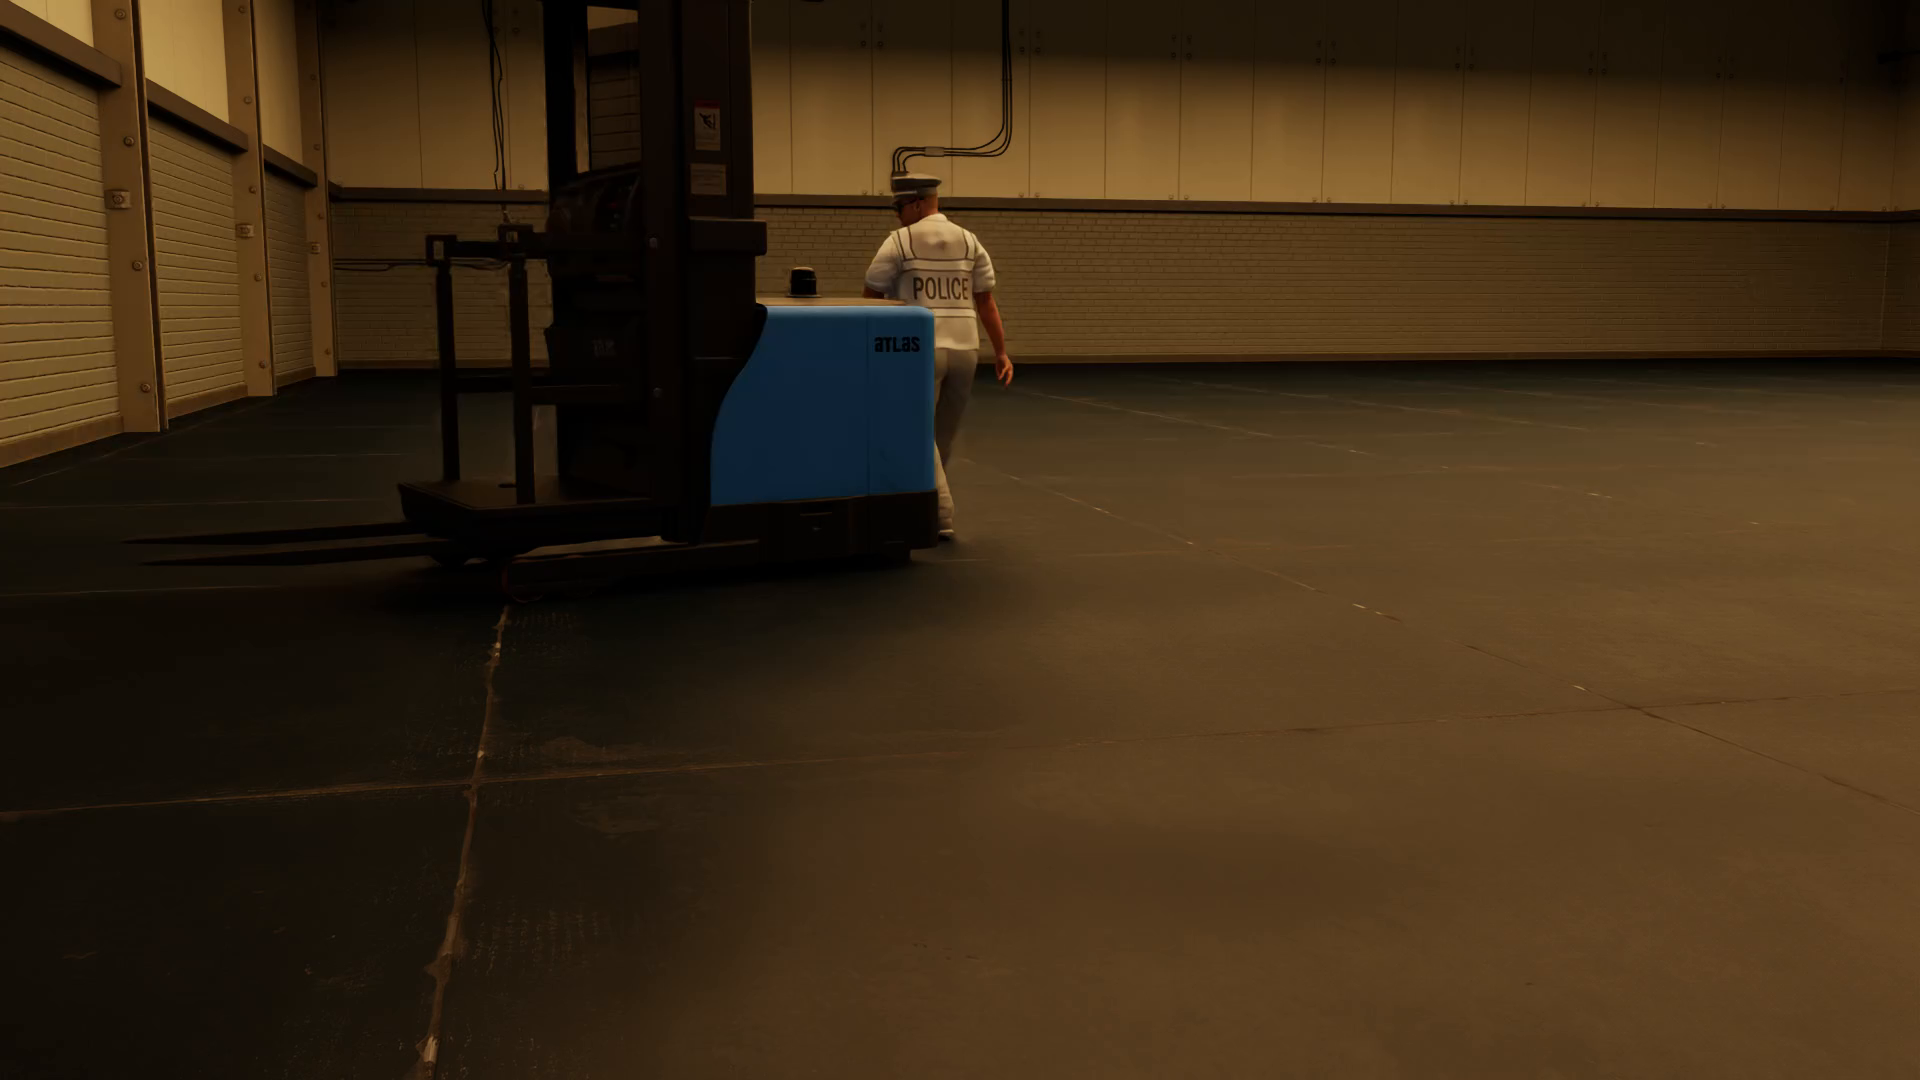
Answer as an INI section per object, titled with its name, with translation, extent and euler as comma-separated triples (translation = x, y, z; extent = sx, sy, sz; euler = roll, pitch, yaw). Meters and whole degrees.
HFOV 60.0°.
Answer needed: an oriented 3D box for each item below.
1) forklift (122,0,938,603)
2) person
[forklift]
translation = -1.615, -1.303, 6.446
extent = 3.031, 2.935, 1.130
euler = -5, 9, -32
[person]
translation = -0.172, -0.901, 8.045
extent = 0.718, 1.696, 0.932
euler = -5, 9, -30
